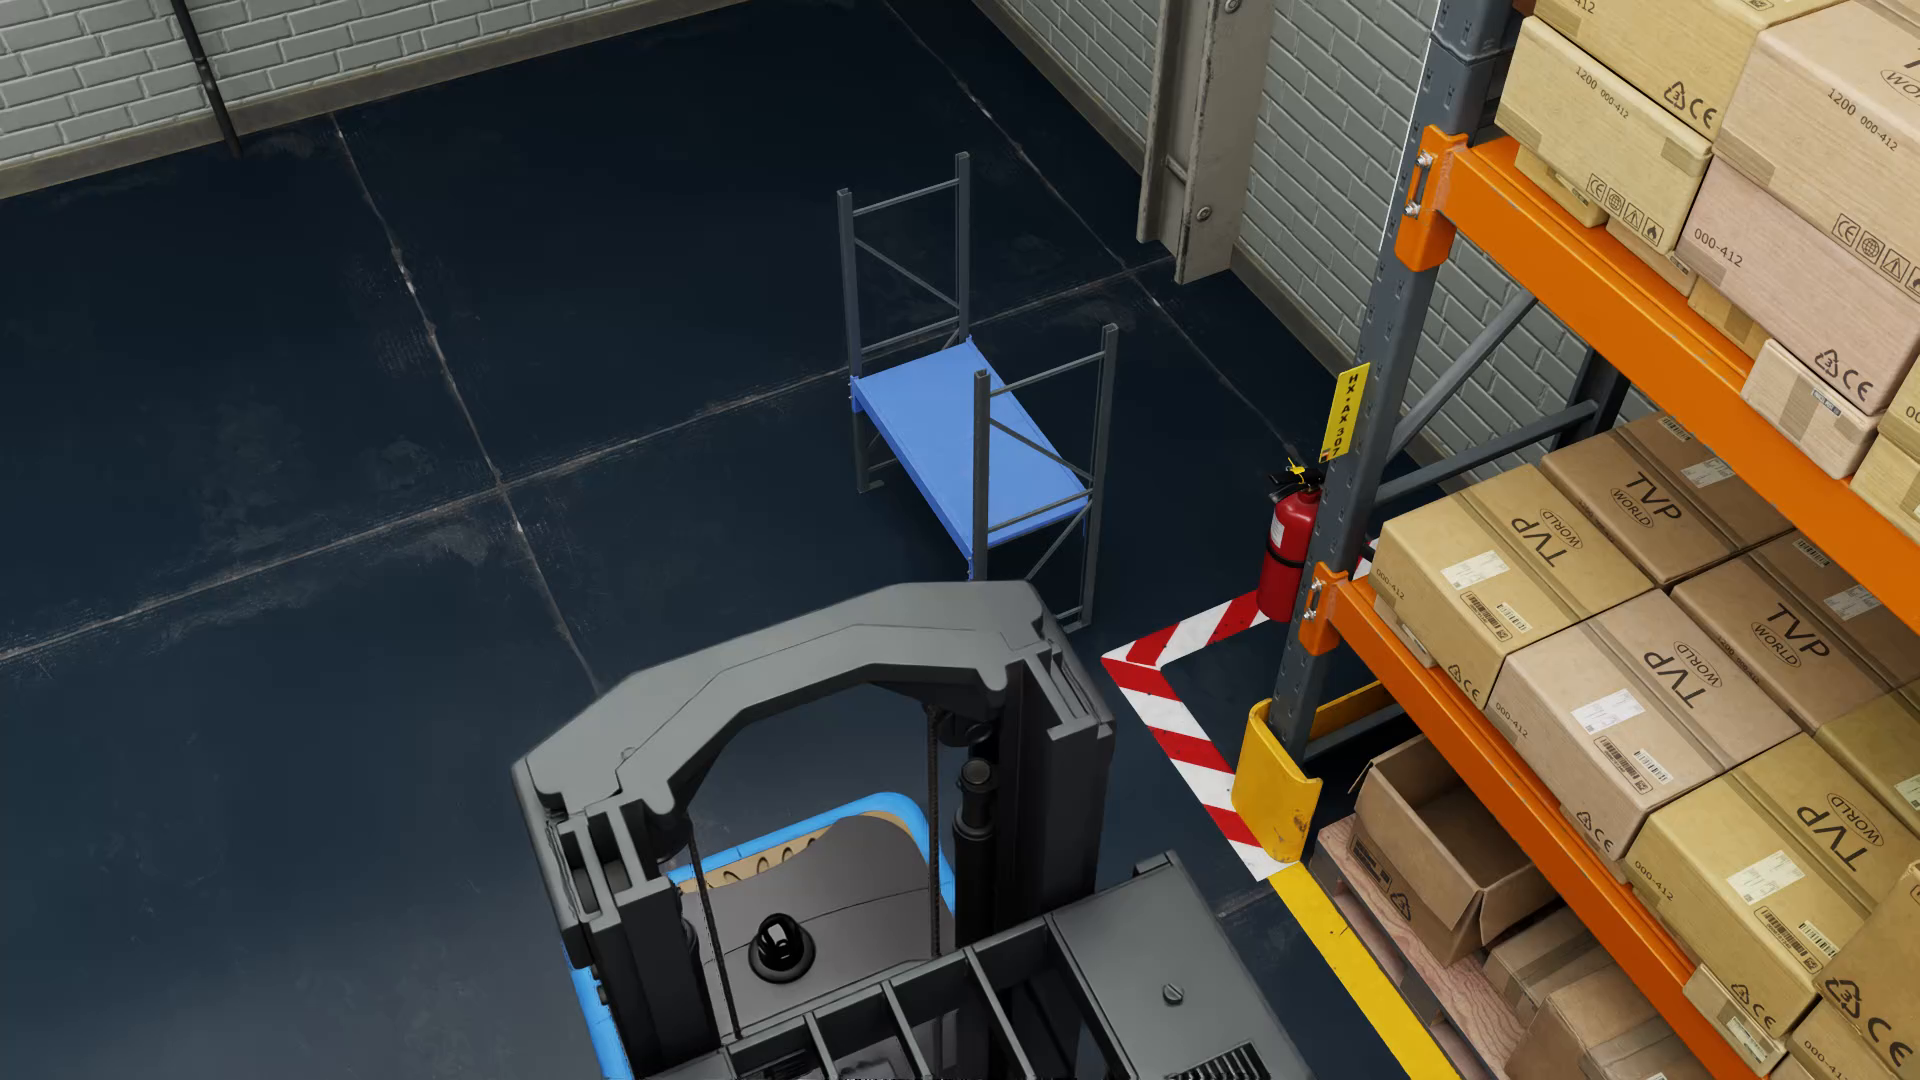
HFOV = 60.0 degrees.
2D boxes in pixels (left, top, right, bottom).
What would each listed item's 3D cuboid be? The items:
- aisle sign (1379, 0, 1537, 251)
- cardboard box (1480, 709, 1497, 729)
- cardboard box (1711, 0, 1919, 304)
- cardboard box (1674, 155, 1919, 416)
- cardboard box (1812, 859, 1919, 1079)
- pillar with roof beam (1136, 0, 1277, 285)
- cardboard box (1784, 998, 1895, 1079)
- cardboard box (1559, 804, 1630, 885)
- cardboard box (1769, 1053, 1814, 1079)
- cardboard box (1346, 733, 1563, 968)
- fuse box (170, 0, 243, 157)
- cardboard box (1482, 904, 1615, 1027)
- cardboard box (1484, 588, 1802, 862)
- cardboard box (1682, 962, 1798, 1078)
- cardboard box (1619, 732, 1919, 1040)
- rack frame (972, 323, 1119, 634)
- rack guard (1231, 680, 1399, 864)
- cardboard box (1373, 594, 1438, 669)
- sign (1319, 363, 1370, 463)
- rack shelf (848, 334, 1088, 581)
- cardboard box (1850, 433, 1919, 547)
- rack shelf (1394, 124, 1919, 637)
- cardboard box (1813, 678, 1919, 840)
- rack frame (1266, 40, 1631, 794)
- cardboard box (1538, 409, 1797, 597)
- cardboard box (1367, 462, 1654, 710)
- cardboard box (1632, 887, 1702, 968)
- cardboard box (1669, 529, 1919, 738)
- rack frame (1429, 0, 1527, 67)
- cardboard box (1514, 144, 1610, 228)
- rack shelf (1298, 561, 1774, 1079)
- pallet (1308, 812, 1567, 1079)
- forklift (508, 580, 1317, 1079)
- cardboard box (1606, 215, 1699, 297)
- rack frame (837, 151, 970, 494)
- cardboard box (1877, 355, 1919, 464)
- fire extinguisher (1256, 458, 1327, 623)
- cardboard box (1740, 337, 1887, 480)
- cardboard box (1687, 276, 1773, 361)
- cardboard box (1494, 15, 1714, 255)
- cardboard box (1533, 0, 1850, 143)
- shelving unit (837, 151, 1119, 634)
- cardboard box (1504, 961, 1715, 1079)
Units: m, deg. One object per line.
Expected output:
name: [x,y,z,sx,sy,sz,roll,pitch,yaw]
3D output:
aisle sign: [1.200,-1.033,3.827,0.394,0.787,0.004,-21,52,-18]
cardboard box: [1.557,0.318,4.538,0.380,0.149,0.250,-20,52,-17]
cardboard box: [1.688,-0.703,2.842,0.500,0.250,0.500,-22,52,-18]
cardboard box: [1.704,-0.545,3.036,0.500,0.250,0.500,-20,52,-17]
cardboard box: [2.147,0.872,3.291,0.500,0.500,0.500,-20,52,-17]
pillar with roof beam: [-2.768,-2.840,3.148,9.100,9.000,0.400,-21,52,-18]
cardboard box: [2.179,1.125,3.568,0.500,0.250,0.500,-22,53,-18]
cardboard box: [1.769,0.673,4.228,0.380,0.149,0.250,-20,52,-16]
cardboard box: [2.083,1.213,3.756,0.380,0.149,0.250,-20,52,-17]
cardboard box: [1.688,0.893,5.249,0.797,0.503,0.637,-23,53,-19]
fuse box: [-3.586,-2.488,7.682,0.539,1.711,0.414,-21,52,-18]
cardboard box: [1.848,1.307,5.122,0.380,0.149,0.250,-23,53,-19]
cardboard box: [1.692,0.452,4.156,0.500,0.250,0.500,-21,52,-17]
cardboard box: [1.944,1.043,3.904,0.380,0.149,0.250,-23,53,-19]
cardboard box: [1.926,0.790,3.861,0.500,0.250,0.500,-22,52,-18]
rack frame: [0.272,-0.096,5.731,0.500,1.500,0.032,-21,52,-18]
rack guard: [1.527,0.641,5.750,1.175,0.500,0.348,-21,52,-18]
cardboard box: [1.399,0.164,4.673,0.380,0.149,0.250,-22,52,-18]
sign: [1.010,-0.331,4.364,0.100,0.325,0.005,-21,52,-18]
rack shelf: [0.039,-0.318,6.164,0.538,0.185,1.000,-21,52,-18]
cardboard box: [1.826,-0.125,2.934,0.380,0.149,0.250,-21,52,-18]
rack shelf: [2.408,0.355,2.825,1.077,0.370,4.000,-21,52,-18]
cardboard box: [2.396,0.613,4.015,0.500,0.250,0.500,-20,52,-16]
rack frame: [1.493,-0.233,4.854,1.000,3.000,0.127,-21,52,-18]
cardboard box: [1.939,-0.065,4.609,0.500,0.250,0.500,-20,52,-16]
cardboard box: [1.461,0.115,4.451,0.500,0.250,0.500,-21,52,-17]
cardboard box: [1.895,0.848,4.075,0.380,0.149,0.250,-20,52,-17]
cardboard box: [2.174,0.280,4.307,0.500,0.250,0.500,-21,52,-17]
rack frame: [1.493,-2.208,2.596,1.000,3.000,0.127,-21,52,-18]
cardboard box: [1.432,-0.844,3.563,0.380,0.149,0.250,-20,52,-17]
rack shelf: [2.408,1.342,3.954,1.077,0.370,4.000,-21,52,-18]
pallet: [1.893,1.269,5.393,1.003,0.211,1.213,-21,52,-18]
forklift: [0.004,1.584,3.310,1.130,2.935,3.031,-19,51,-16]
cardboard box: [1.575,-0.678,3.417,0.380,0.149,0.250,-20,52,-17]
rack frame: [-0.194,-0.777,6.326,0.500,1.500,0.032,-21,52,-18]
cardboard box: [1.927,-0.198,2.732,0.500,0.250,0.500,-23,53,-19]
fire extinguisher: [1.014,-0.024,4.970,0.296,0.674,0.183,-21,52,-18]
cardboard box: [1.700,-0.298,3.085,0.380,0.149,0.250,-20,52,-17]
cardboard box: [1.677,-0.500,3.262,0.380,0.149,0.250,-21,52,-17]
cardboard box: [1.453,-0.878,3.327,0.500,0.250,0.500,-22,52,-18]
cardboard box: [1.472,-1.050,3.146,0.500,0.250,0.500,-22,52,-18]
shelving unit: [0.039,-0.437,6.028,0.538,1.500,1.048,-21,52,-18]
cardboard box: [2.045,1.479,4.738,0.700,0.500,0.500,-19,52,-16]
